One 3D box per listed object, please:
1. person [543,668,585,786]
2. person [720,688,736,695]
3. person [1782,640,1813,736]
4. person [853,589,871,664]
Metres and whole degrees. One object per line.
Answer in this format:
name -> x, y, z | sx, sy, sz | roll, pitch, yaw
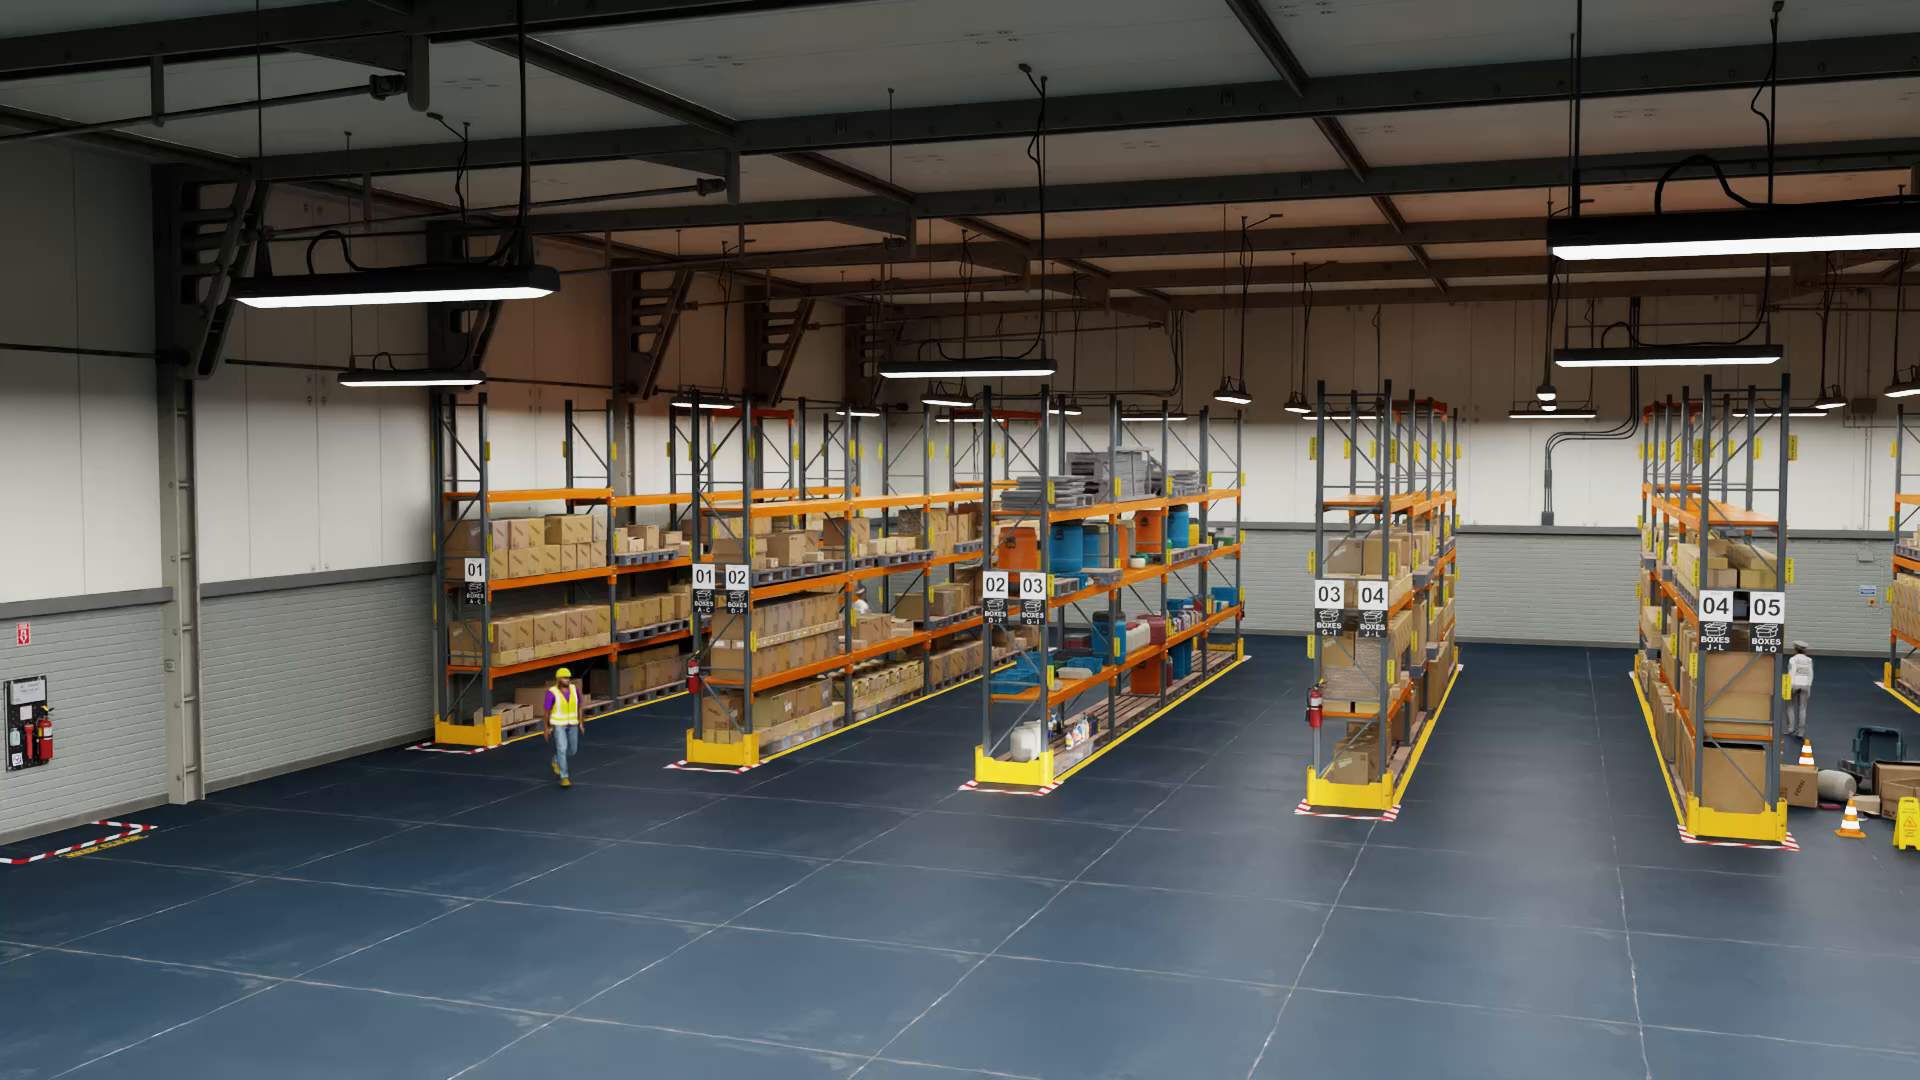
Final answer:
person -> -5.986, 2.790, 25.106 | 0.628, 1.740, 0.891 | -2, 4, -39
person -> -4.519, 2.380, 33.592 | 0.659, 1.682, 0.781 | 1, 3, 20
person -> 14.747, 2.637, 29.199 | 0.466, 1.732, 0.579 | 1, 3, 16
person -> -2.307, 2.031, 39.044 | 0.579, 1.760, 0.491 | 2, 4, 39
